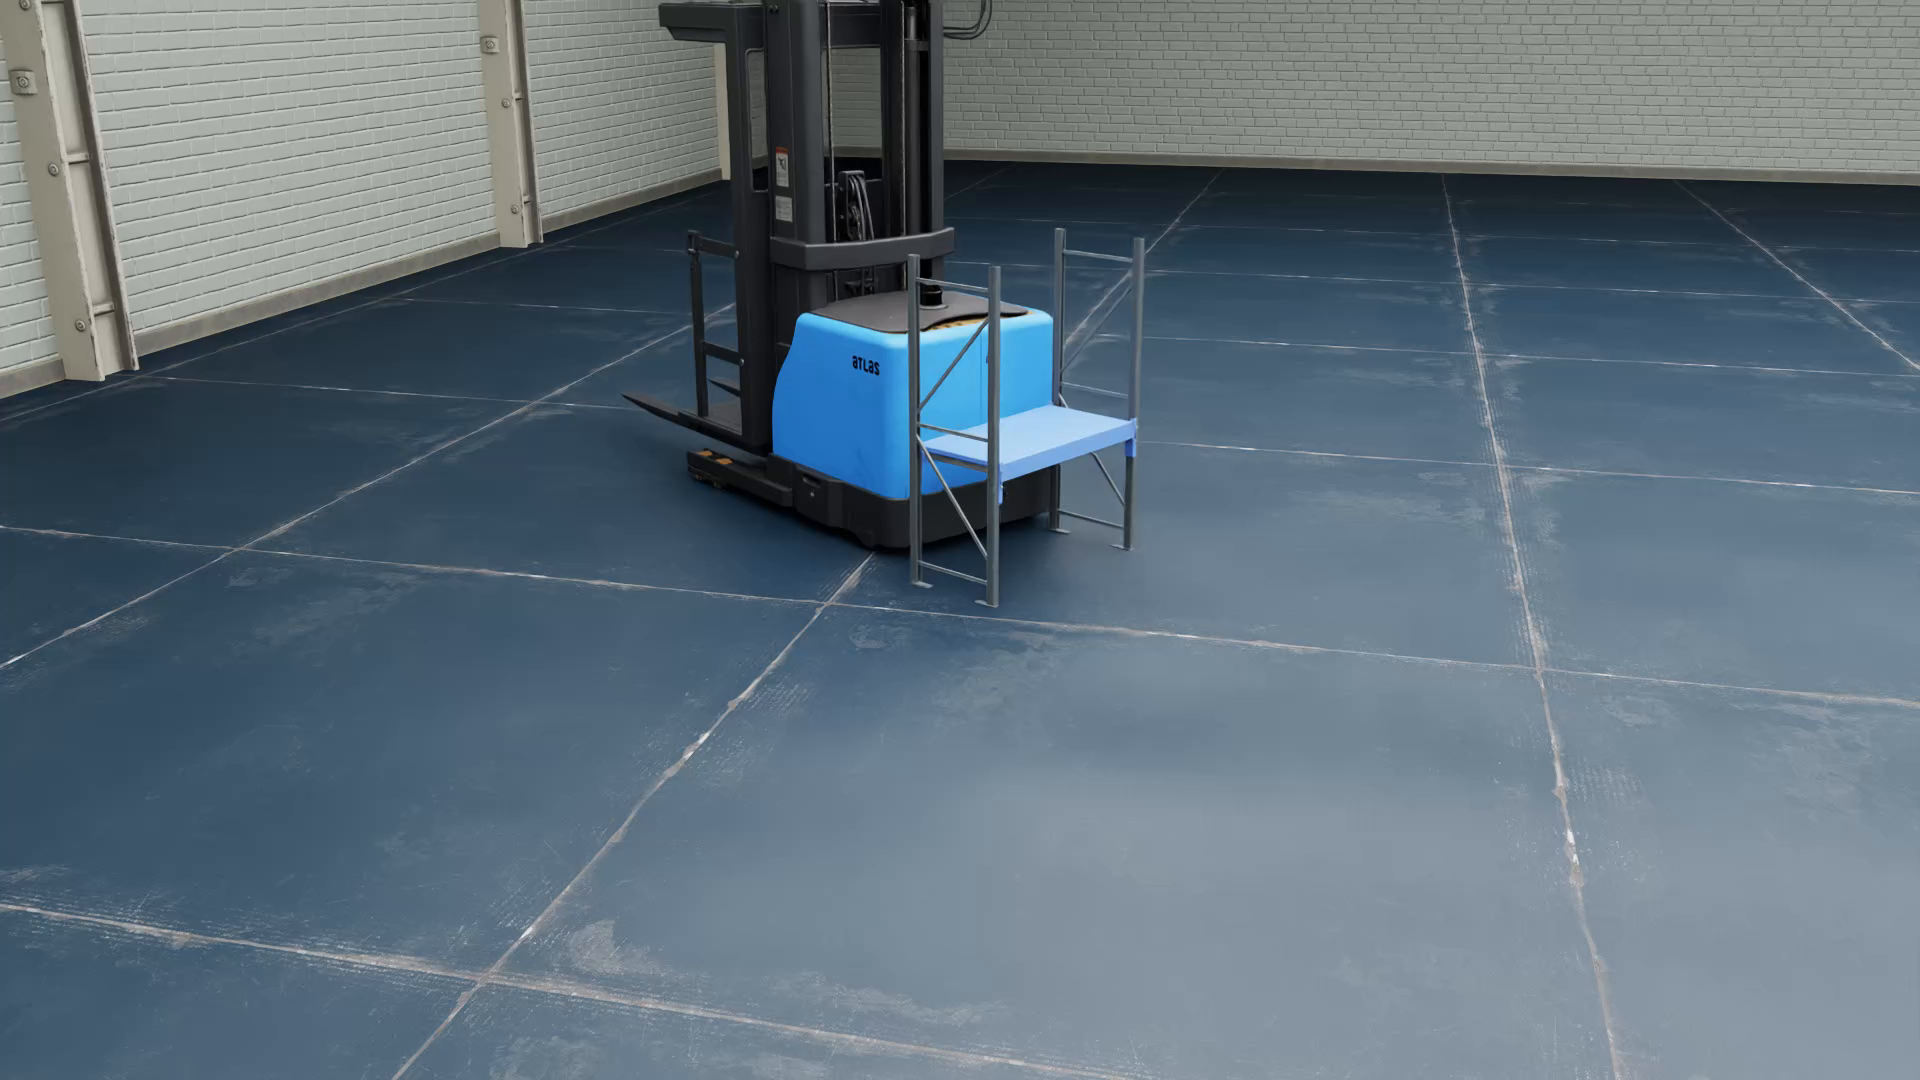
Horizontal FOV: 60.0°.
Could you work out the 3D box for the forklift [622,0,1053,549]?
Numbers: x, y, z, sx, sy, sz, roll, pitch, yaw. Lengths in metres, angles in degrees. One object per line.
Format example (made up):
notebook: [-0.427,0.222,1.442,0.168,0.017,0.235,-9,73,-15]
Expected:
forklift: [-0.845,-1.754,8.787,1.130,2.935,3.031,-15,24,-37]

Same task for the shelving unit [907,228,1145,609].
shelving unit: [0.308,-0.586,7.584,0.538,1.500,1.048,16,24,39]

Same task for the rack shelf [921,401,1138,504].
rack shelf: [0.308,-0.416,7.642,0.538,0.185,1.000,16,24,39]

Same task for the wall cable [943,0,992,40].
wall cable: [-1.044,-8.527,24.035,3.097,2.526,0.112,5,19,13]

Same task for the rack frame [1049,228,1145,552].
rack frame: [0.644,-0.710,7.945,0.500,1.500,0.032,16,24,39]

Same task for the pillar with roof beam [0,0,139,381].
pillar with roof beam: [-1.804,-5.077,9.129,9.100,9.000,0.400,5,19,13]

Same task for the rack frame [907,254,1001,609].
rack frame: [-0.028,-0.463,7.223,0.500,1.500,0.032,16,24,39]

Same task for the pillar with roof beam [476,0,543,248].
pillar with roof beam: [-0.338,-6.957,14.635,9.100,9.000,0.400,5,19,13]

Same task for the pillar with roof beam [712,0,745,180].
pillar with roof beam: [1.128,-8.838,20.141,9.100,9.000,0.400,5,19,13]
